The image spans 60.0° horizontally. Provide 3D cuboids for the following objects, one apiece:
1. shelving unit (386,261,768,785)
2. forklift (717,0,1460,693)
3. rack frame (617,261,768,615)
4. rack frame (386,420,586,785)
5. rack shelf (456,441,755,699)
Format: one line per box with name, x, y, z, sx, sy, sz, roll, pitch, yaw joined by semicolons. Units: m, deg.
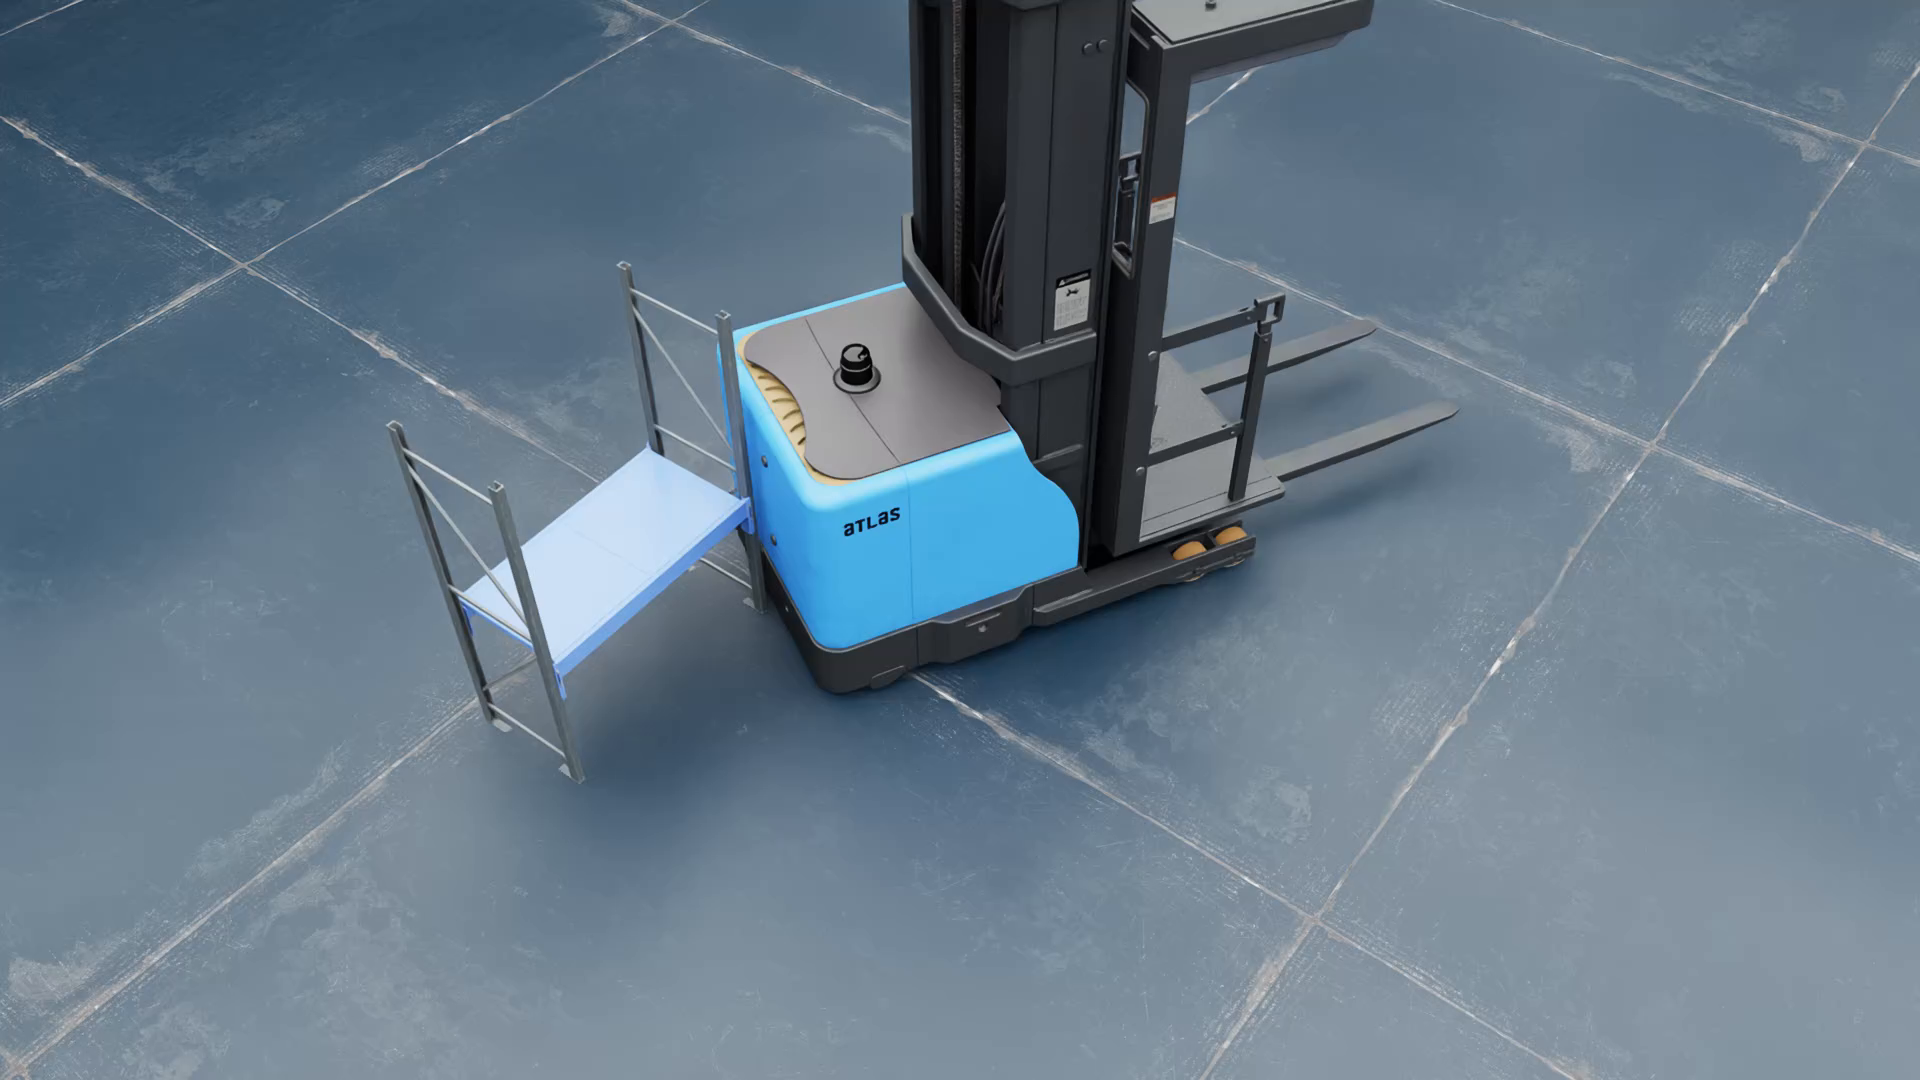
shelving unit;-1.278;-0.038;5.914;0.538;1.500;1.048;28;52;24
forklift;0.641;-1.172;6.007;3.031;2.935;1.130;-19;49;-17
rack frame;-0.977;-0.334;6.197;0.500;1.500;0.032;28;52;24
rack frame;-1.579;0.259;5.630;0.500;1.500;0.032;28;52;24
rack shelf;-1.278;0.087;6.044;0.538;0.185;1.000;28;52;24
